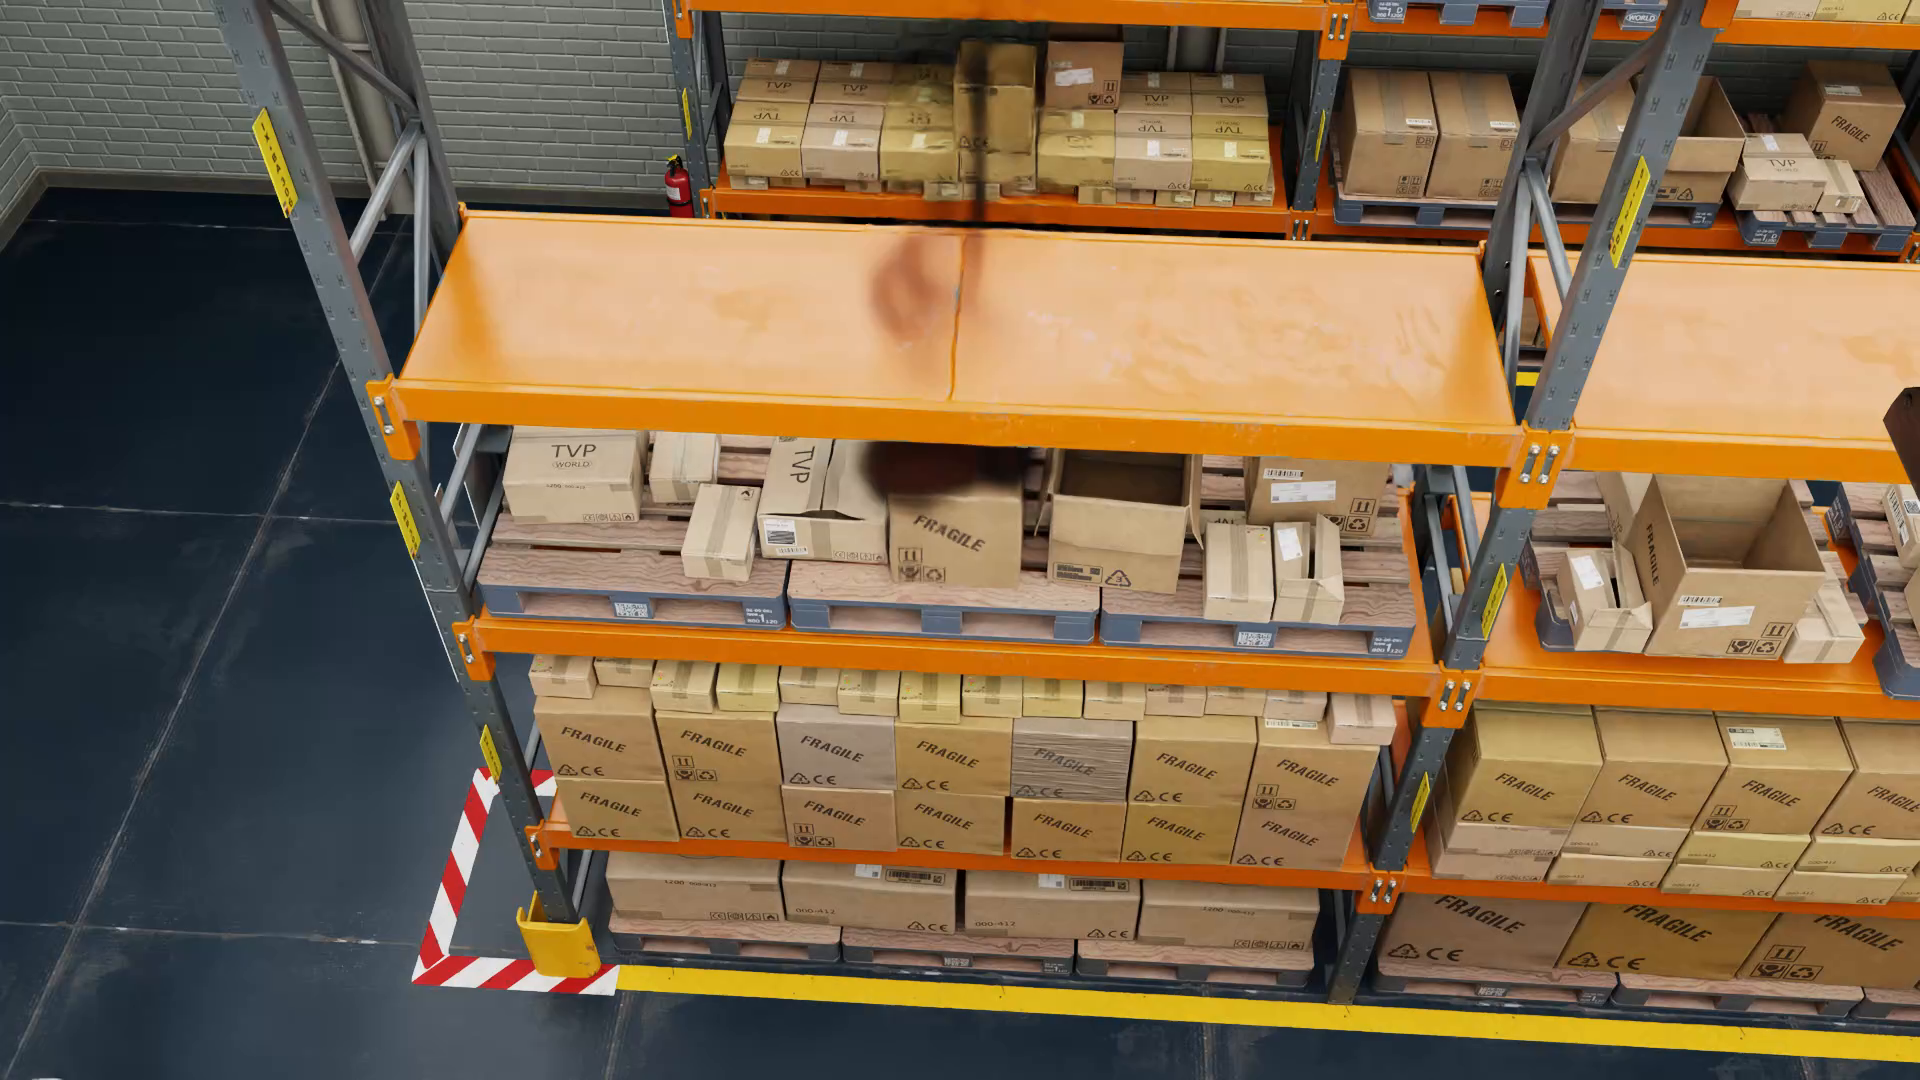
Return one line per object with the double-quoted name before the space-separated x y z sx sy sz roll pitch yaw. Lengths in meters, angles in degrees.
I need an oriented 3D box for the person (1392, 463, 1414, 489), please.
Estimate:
"person" 2.213 0.169 9.191 0.704 1.759 0.606 5 48 4
